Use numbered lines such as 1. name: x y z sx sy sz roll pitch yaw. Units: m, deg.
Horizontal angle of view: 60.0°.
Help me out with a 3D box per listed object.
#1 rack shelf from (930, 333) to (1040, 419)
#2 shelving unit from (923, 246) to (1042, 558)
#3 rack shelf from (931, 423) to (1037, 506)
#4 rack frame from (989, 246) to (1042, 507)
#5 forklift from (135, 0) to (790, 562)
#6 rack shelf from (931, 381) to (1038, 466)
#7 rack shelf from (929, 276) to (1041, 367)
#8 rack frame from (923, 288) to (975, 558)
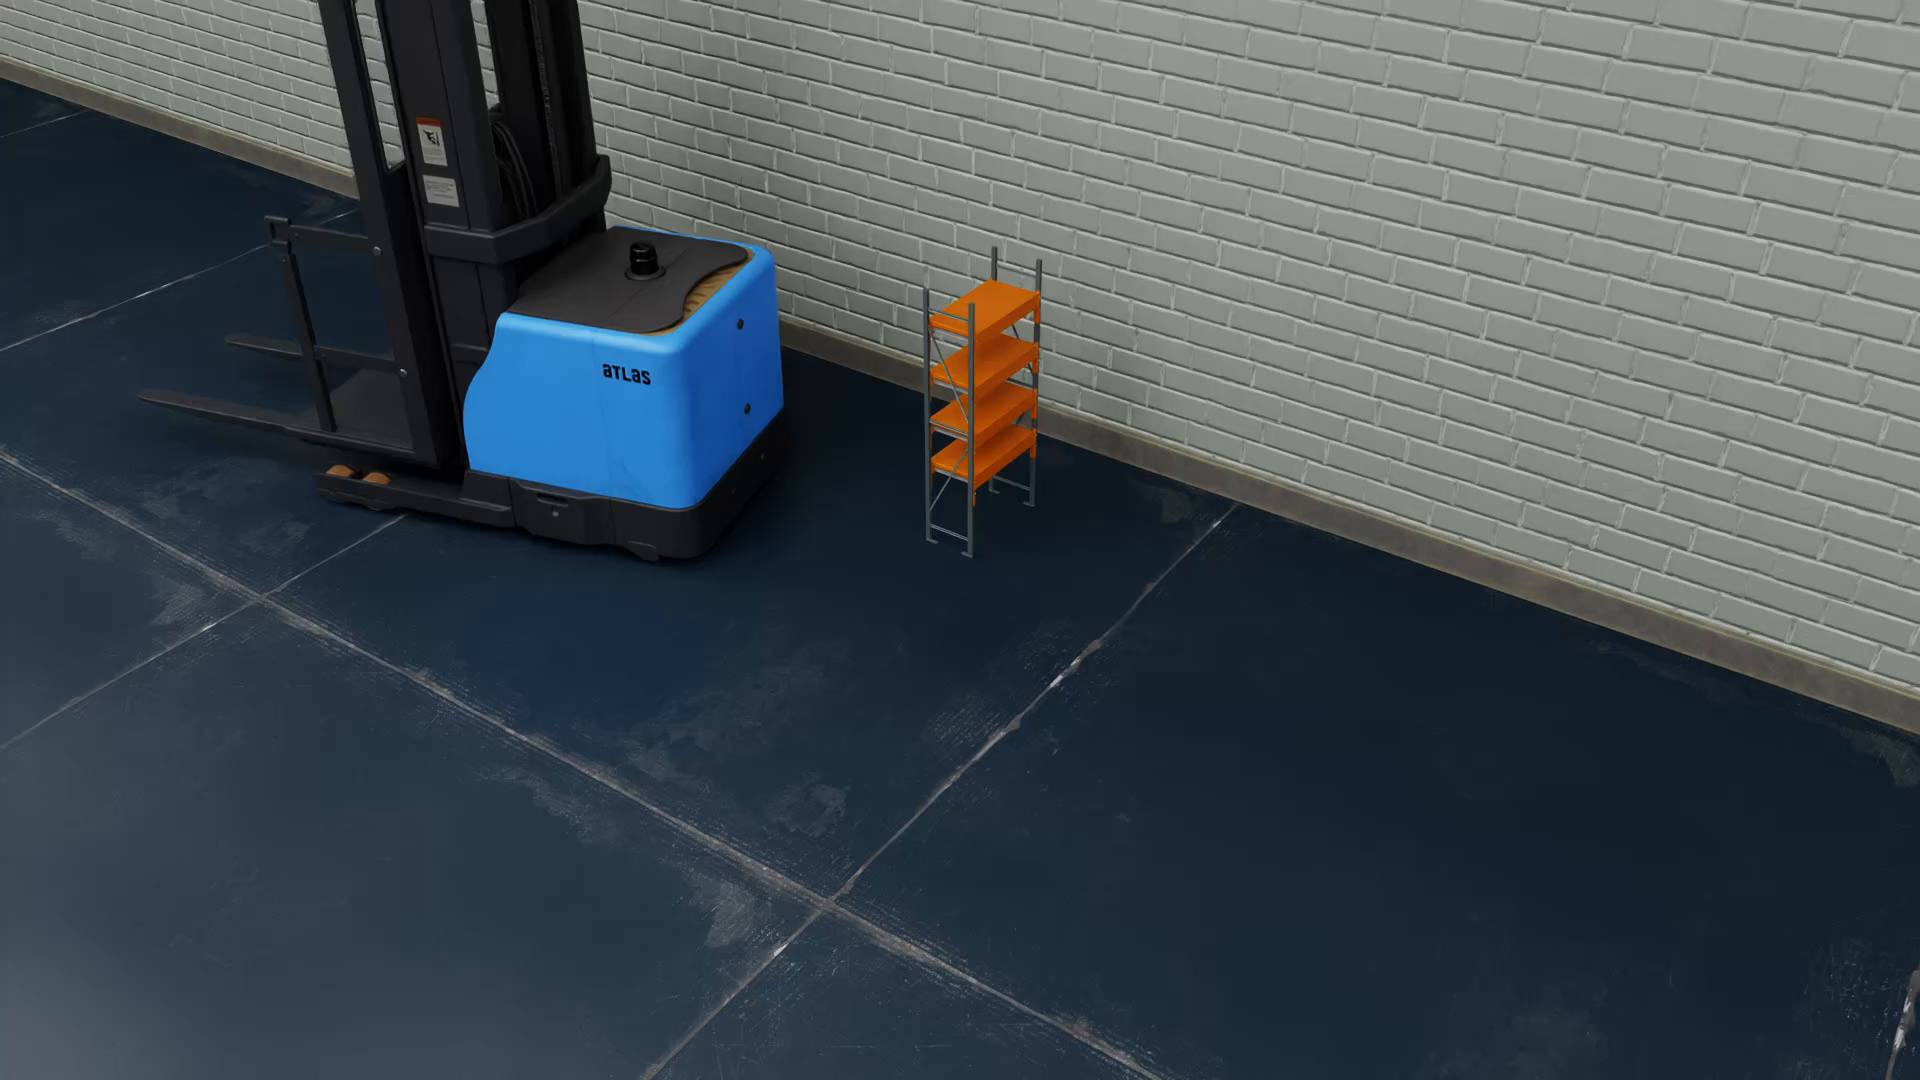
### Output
1. rack shelf: 0.094 -0.703 6.939 0.258 0.148 0.480 21 39 28
2. shelving unit: 0.094 -0.573 7.027 0.258 1.200 0.503 21 39 28
3. rack shelf: 0.094 -0.353 7.175 0.258 0.148 0.480 21 39 28
4. rack frame: 0.234 -0.685 7.193 0.240 1.200 0.015 21 39 28
5. forklift: -2.365 -1.614 7.020 3.031 2.935 1.130 11 36 16
6. rack shelf: 0.094 -0.517 7.064 0.258 0.148 0.480 21 39 28
7. rack shelf: 0.094 -0.899 6.806 0.258 0.148 0.480 21 39 28
8. rack frame: -0.045 -0.461 6.860 0.240 1.200 0.015 21 39 28
